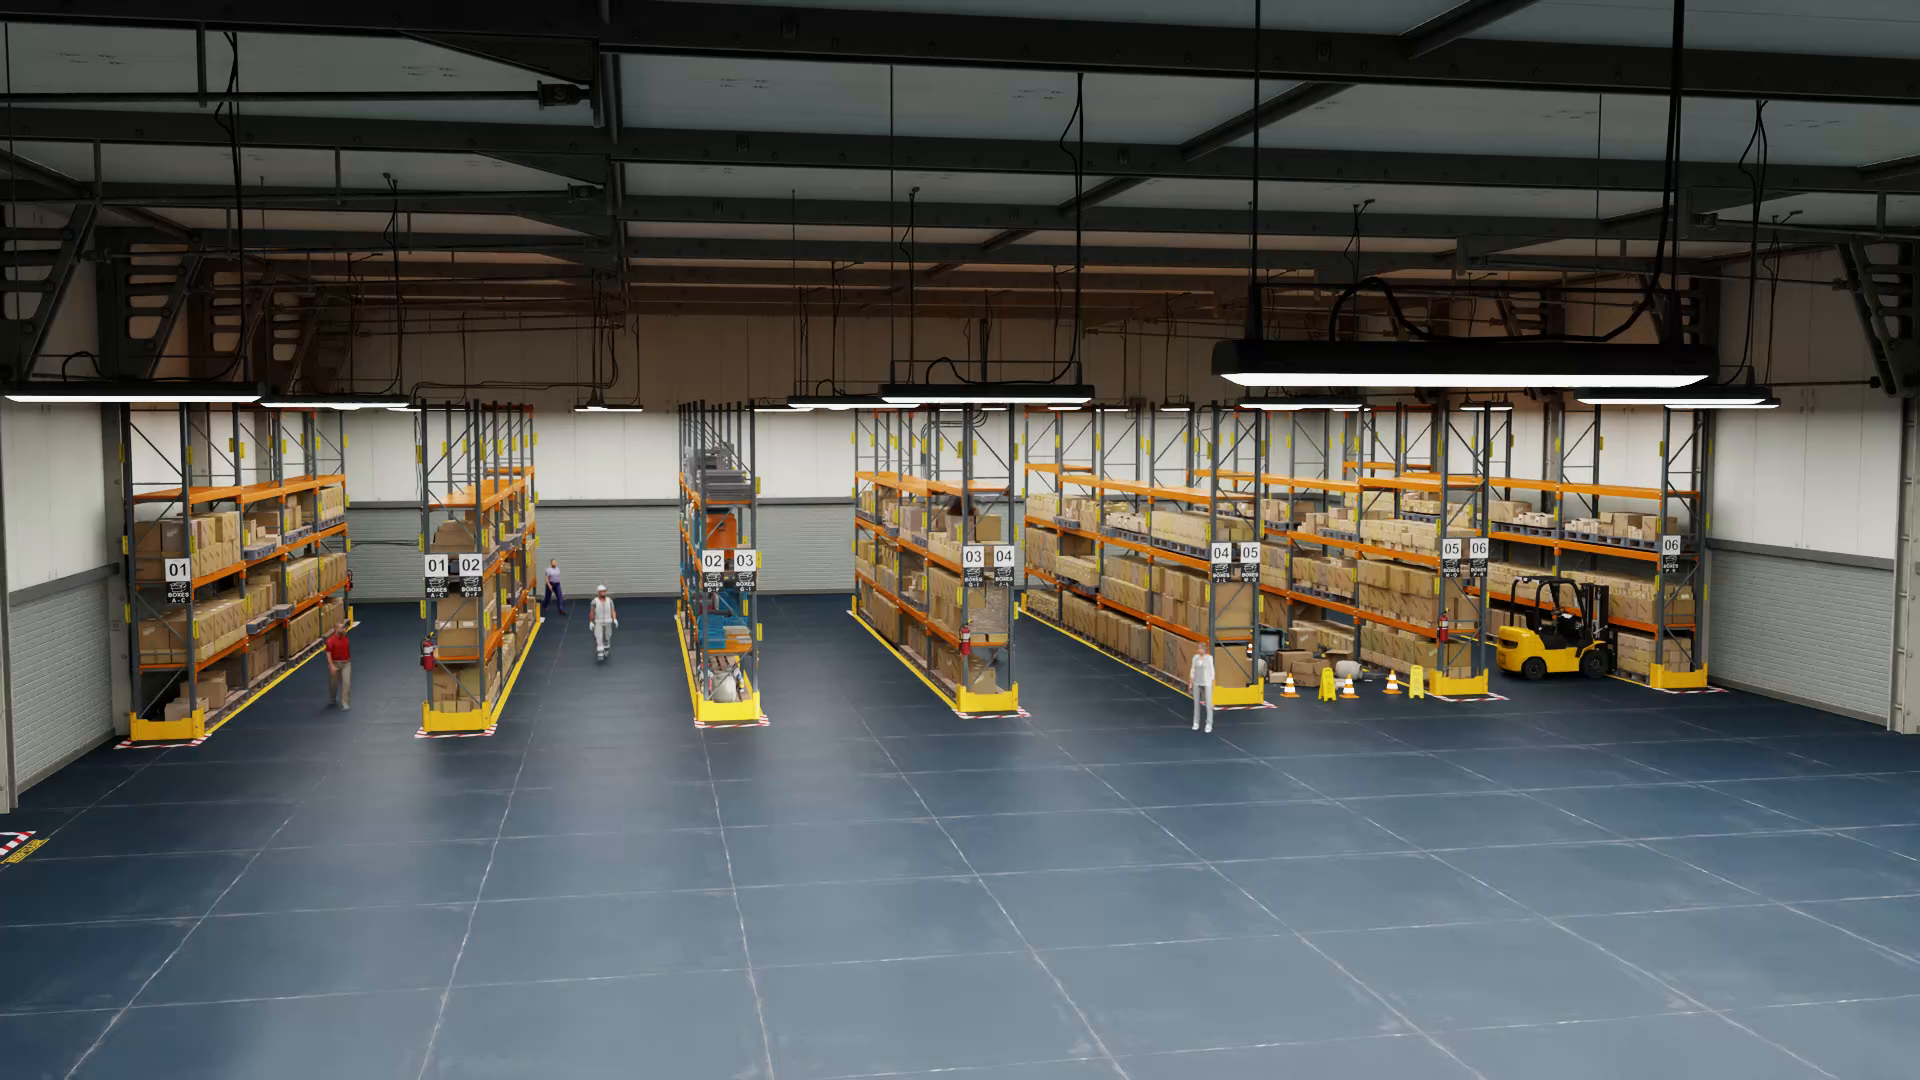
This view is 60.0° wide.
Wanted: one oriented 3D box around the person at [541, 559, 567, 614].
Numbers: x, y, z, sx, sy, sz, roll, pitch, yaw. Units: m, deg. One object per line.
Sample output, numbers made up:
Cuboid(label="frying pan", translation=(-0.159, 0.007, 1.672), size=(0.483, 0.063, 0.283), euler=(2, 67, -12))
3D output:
Cuboid(label="person", translation=(-11.642, 1.327, 47.655), size=(0.538, 1.597, 1.015), euler=(-4, 6, -41))

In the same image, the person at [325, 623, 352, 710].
Cuboid(label="person", translation=(-12.098, 2.439, 32.352), size=(0.482, 1.676, 0.973), euler=(-2, 5, -25))

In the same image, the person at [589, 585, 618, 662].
Cuboid(label="person", translation=(-8.266, 1.923, 38.552), size=(0.641, 1.731, 1.063), euler=(-1, 4, -12))

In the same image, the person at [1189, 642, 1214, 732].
Cuboid(label="person", translation=(4.380, 2.648, 30.177), size=(0.445, 1.615, 0.351), euler=(2, 5, 27))

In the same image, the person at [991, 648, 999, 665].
Cuboid(label="person", translation=(0.877, 1.992, 38.484), size=(0.606, 1.704, 0.971), euler=(-1, 4, -11))
